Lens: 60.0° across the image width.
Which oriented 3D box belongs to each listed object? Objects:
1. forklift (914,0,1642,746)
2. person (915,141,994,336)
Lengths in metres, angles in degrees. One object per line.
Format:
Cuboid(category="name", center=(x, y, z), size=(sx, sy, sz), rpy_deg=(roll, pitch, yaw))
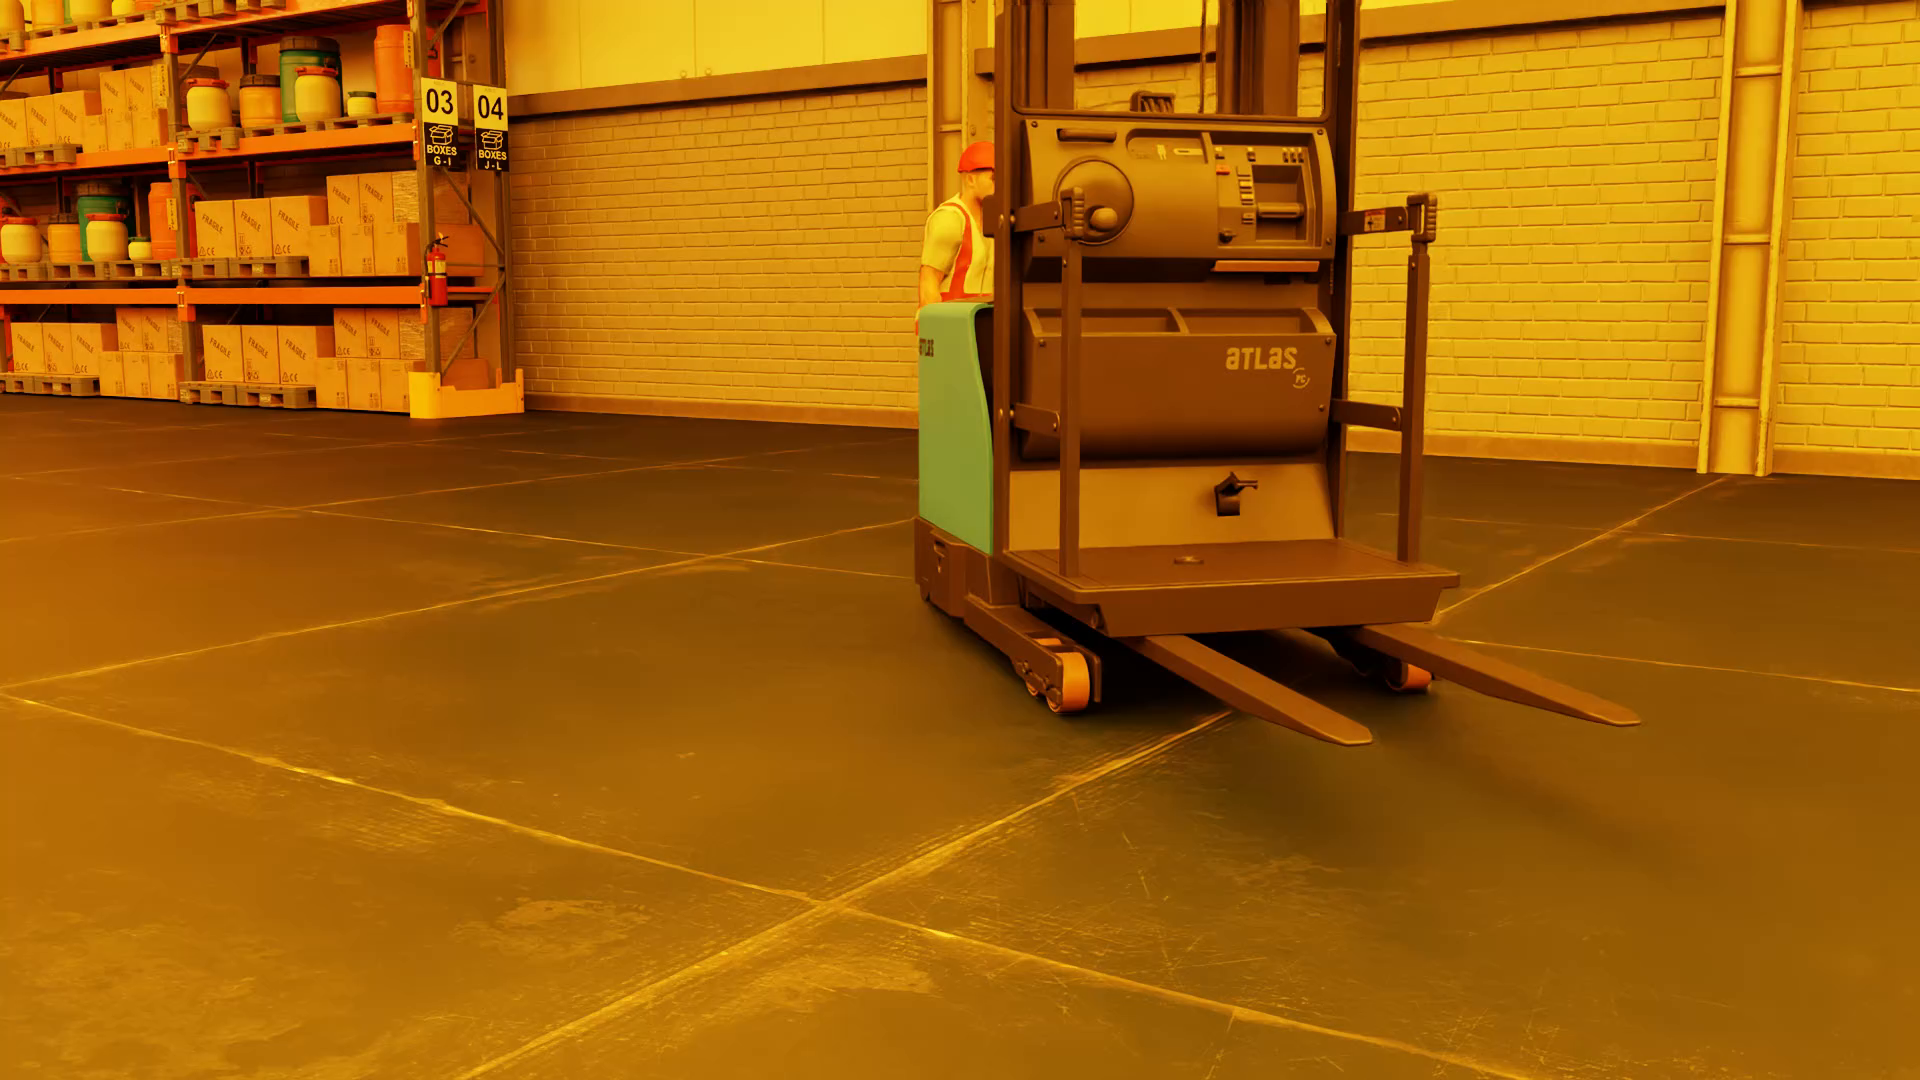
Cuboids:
Cuboid(category="forklift", center=(0.698, -1.053, 4.595), size=(1.130, 2.935, 3.031), rpy_deg=(-2, 8, -14))
Cuboid(category="person", center=(0.041, -0.876, 7.460), size=(0.450, 1.778, 0.608), rpy_deg=(5, 10, 32))
